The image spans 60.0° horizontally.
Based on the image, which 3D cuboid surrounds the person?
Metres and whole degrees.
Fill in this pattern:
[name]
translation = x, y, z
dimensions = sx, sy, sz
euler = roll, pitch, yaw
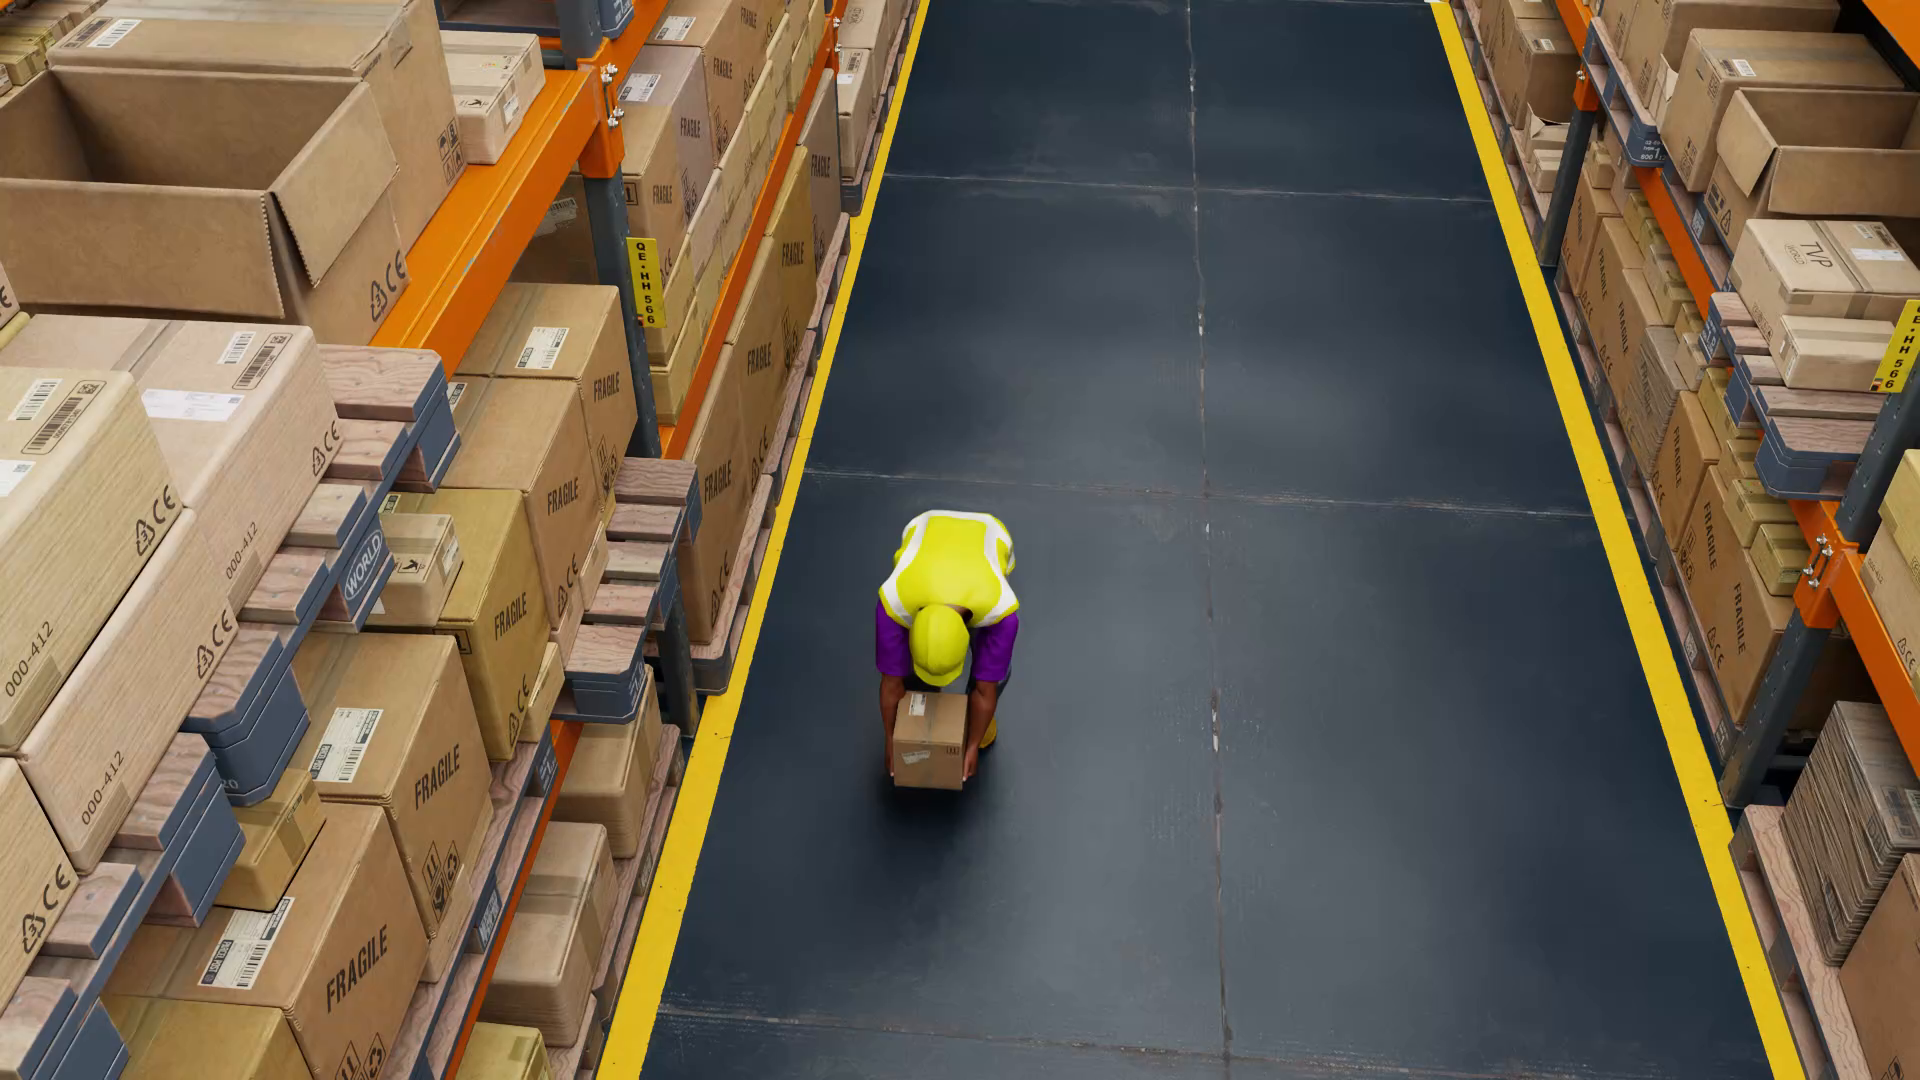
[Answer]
[person]
translation = -0.033, 0.409, 6.229
dimensions = 0.524, 1.022, 0.962
euler = 5, 40, 6
